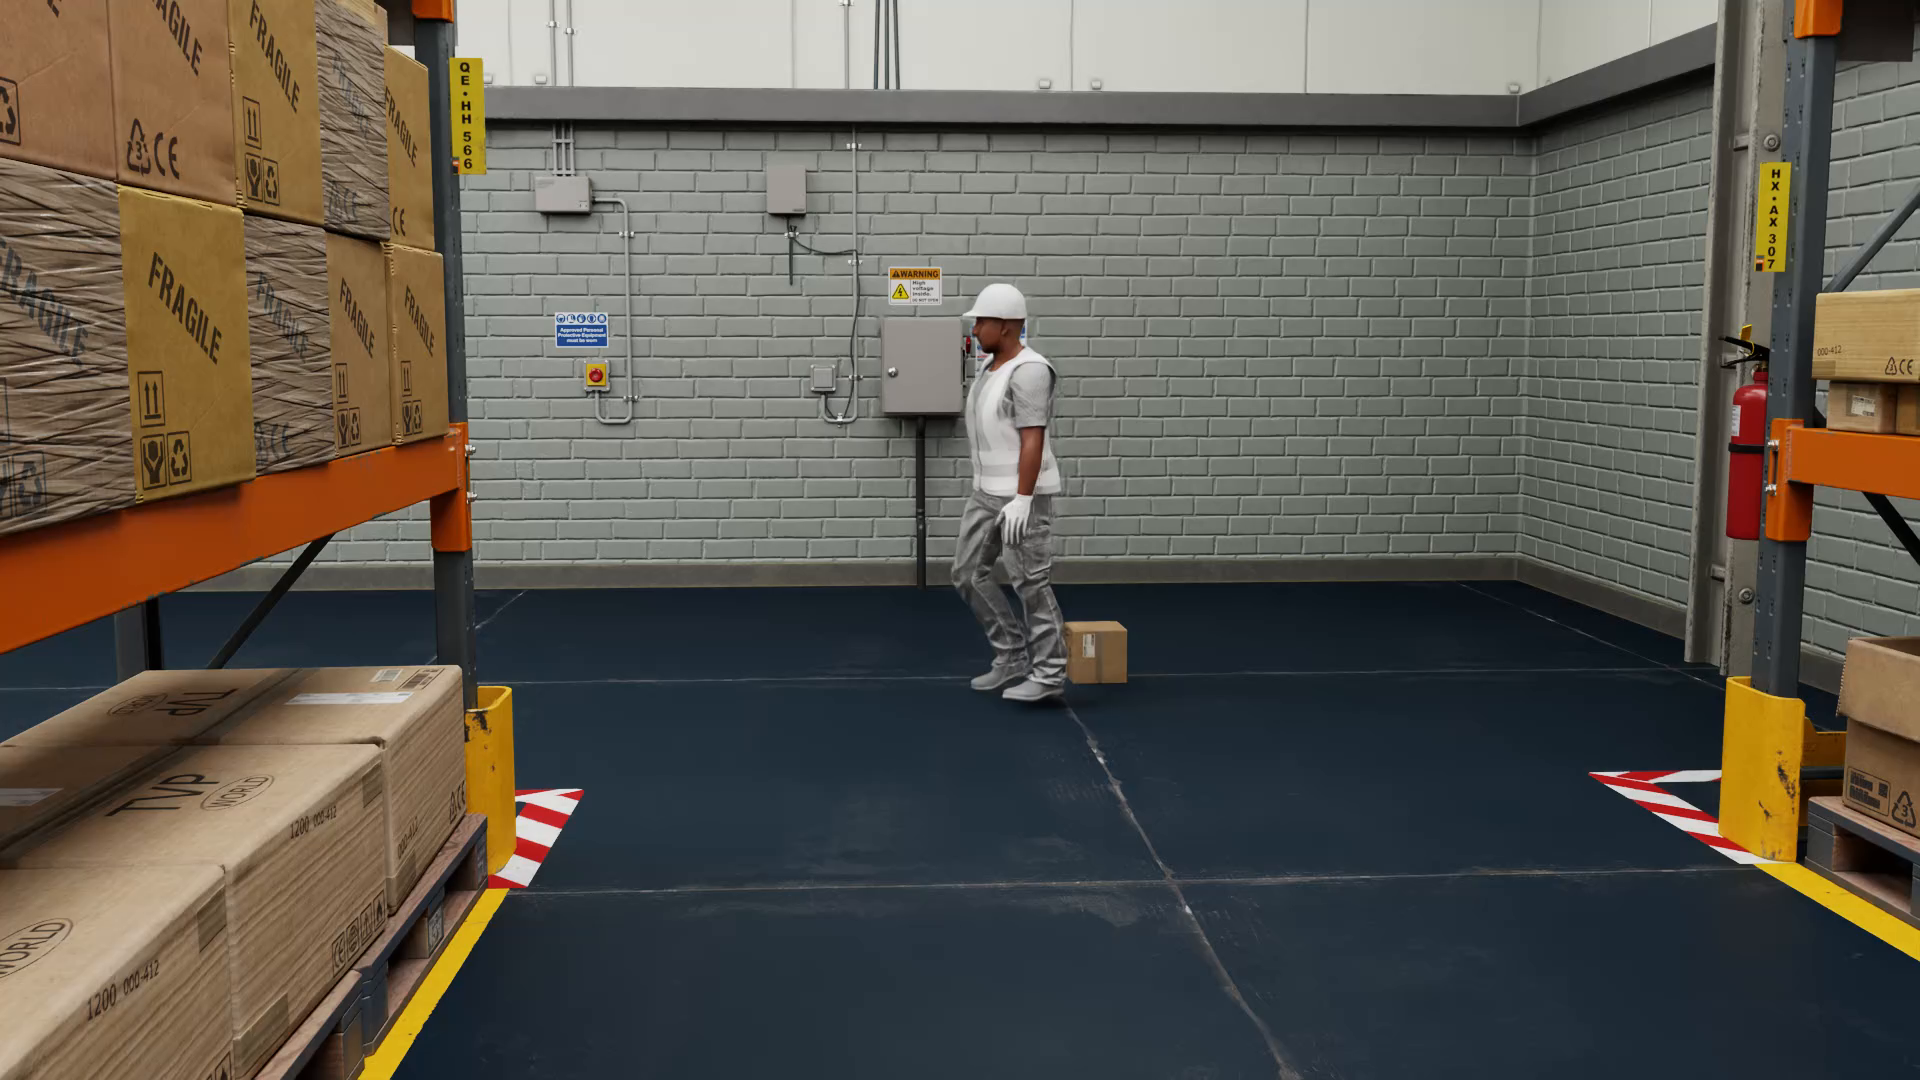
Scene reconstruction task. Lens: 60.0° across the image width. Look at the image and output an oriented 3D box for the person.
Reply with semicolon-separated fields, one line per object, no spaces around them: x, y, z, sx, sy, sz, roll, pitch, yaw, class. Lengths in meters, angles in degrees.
0.226;-0.191;7.060;0.462;1.771;0.592;-3;7;-24;person
